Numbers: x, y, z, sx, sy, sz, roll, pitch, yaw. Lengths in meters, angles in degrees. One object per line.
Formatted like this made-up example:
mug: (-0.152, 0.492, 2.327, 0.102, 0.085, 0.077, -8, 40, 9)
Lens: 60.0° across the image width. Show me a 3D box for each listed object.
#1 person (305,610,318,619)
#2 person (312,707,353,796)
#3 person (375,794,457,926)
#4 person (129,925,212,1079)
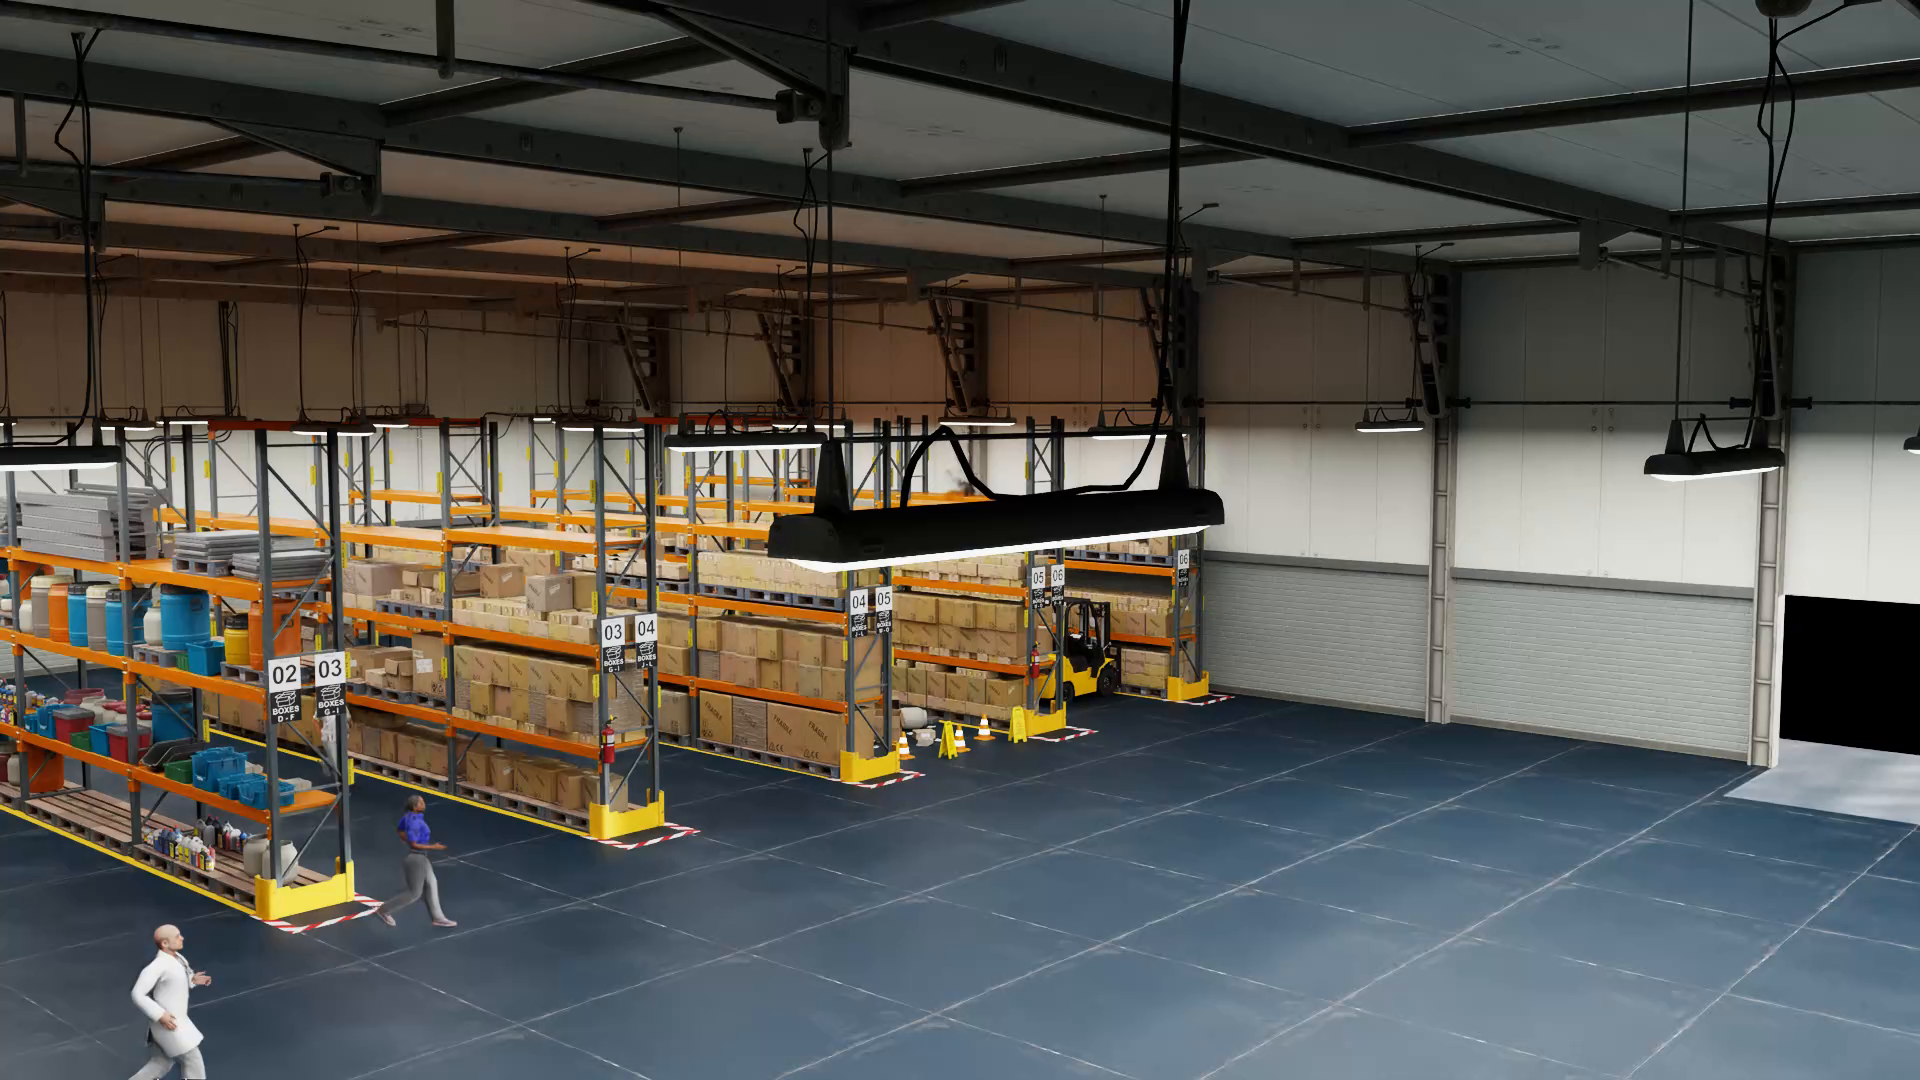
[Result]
person: (-14.867, 2.291, 38.006, 0.665, 1.776, 0.841, 1, 5, 15)
person: (-10.195, 3.282, 27.111, 1.066, 1.684, 0.578, 4, 6, 39)
person: (-6.509, 3.857, 19.852, 0.920, 1.641, 0.596, -2, 5, -18)
person: (-6.931, 4.235, 14.499, 0.987, 1.801, 0.687, -2, 5, -26)
